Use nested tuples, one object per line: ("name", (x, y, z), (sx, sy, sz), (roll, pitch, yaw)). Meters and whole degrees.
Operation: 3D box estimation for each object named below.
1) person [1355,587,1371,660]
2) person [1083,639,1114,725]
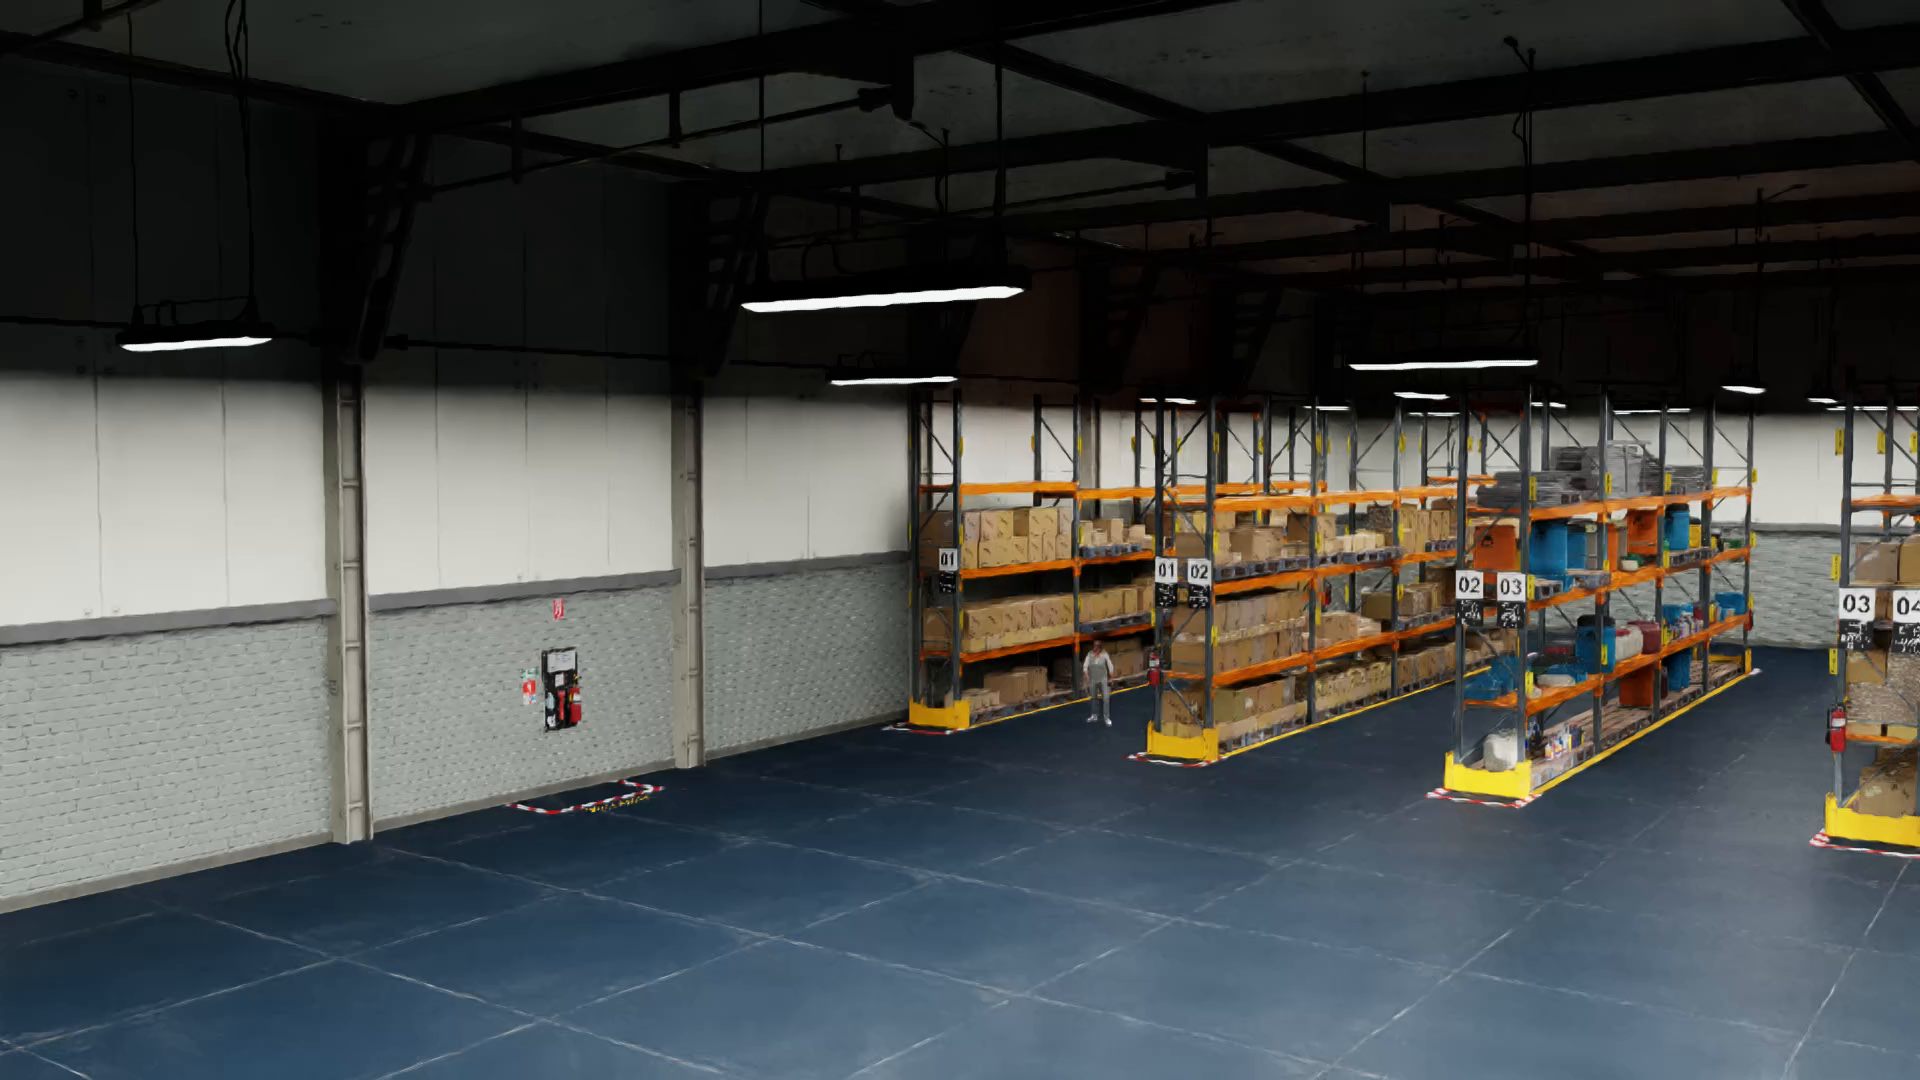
("person", (9.207, 1.954, 37.788), (0.443, 1.786, 0.594), (0, 3, 6))
("person", (2.502, 2.528, 29.817), (0.573, 1.532, 0.763), (1, 3, 16))
